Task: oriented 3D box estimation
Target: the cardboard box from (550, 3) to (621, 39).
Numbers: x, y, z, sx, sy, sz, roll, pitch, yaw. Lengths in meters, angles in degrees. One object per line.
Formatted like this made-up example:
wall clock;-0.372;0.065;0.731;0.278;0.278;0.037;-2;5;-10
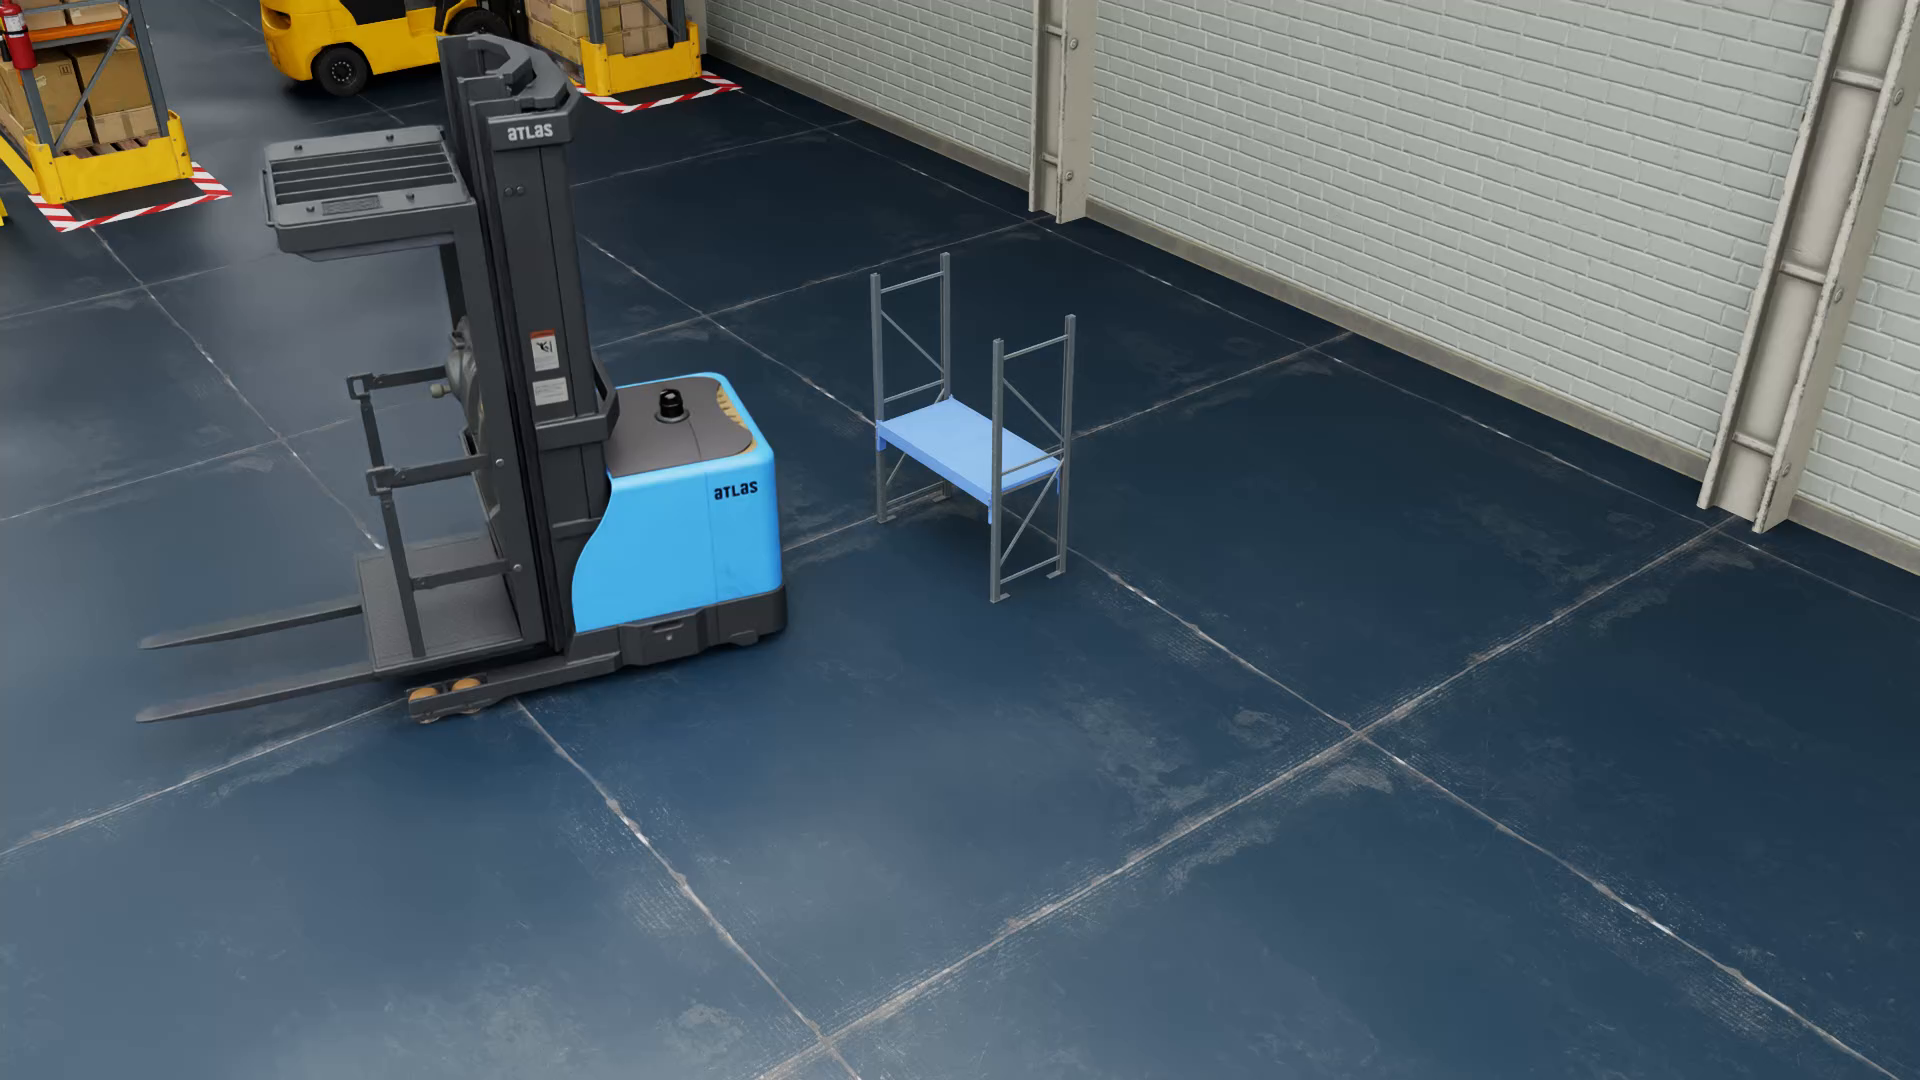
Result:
cardboard box;-3.710;-5.184;16.488;0.500;0.250;0.500;-23;38;-32

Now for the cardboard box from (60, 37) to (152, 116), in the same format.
cardboard box;-7.374;-4.017;14.371;0.500;0.500;0.500;-24;39;-33

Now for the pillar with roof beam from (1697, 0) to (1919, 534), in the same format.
pillar with roof beam;1.079;-2.596;4.901;9.100;9.000;0.400;-22;38;-31

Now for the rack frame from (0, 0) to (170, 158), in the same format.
rack frame;-7.083;-4.252;13.253;1.000;3.000;0.127;-22;38;-31

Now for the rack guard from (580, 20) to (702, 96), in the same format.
rack guard;-3.150;-4.788;16.485;1.175;0.500;0.348;-22;38;-31

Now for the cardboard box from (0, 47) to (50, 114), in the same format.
cardboard box;-8.103;-4.047;14.420;0.500;0.500;0.500;-21;37;-30

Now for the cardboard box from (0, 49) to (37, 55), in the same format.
cardboard box;-8.058;-4.237;14.112;0.380;0.149;0.250;-21;38;-30

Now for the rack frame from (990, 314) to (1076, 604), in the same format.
rack frame;0.364;-0.390;8.456;0.500;1.500;0.032;-22;38;-31

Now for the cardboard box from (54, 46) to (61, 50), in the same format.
cardboard box;-7.698;-4.233;14.720;0.500;0.500;0.500;-24;39;-33

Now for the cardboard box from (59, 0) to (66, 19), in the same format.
cardboard box;-7.294;-4.455;13.817;0.380;0.149;0.250;-22;38;-31

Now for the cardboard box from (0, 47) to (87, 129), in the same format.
cardboard box;-7.780;-3.831;14.072;0.500;0.500;0.500;-22;38;-31

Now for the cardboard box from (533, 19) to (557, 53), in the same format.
cardboard box;-3.999;-5.174;16.946;0.500;0.250;0.500;-22;38;-31

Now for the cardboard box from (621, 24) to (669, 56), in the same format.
cardboard box;-3.311;-5.138;16.888;0.500;0.250;0.500;-22;38;-31

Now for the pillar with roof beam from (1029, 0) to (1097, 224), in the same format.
pillar with roof beam;-2.601;-5.097;8.927;9.100;9.000;0.400;-22;38;-31

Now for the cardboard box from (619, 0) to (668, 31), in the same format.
cardboard box;-3.289;-5.346;16.748;0.500;0.250;0.500;-21;38;-31

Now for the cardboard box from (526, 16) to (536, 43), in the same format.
cardboard box;-4.299;-5.385;17.286;0.500;0.250;0.500;-22;38;-31

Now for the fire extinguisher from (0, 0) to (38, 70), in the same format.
fire extinguisher;-7.377;-4.023;12.957;0.296;0.674;0.183;-22;38;-31

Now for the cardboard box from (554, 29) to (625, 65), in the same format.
cardboard box;-3.702;-4.964;16.607;0.500;0.250;0.500;-22;38;-31

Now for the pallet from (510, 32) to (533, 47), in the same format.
pallet;-4.410;-5.488;17.887;1.003;0.211;1.213;-22;38;-31

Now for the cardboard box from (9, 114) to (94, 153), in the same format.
cardboard box;-7.806;-3.522;14.286;0.500;0.250;0.500;-22;38;-32

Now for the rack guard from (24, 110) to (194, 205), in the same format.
rack guard;-7.130;-3.222;13.964;1.175;0.500;0.348;-22;38;-31

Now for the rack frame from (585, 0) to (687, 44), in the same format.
rack frame;-3.164;-5.860;15.842;1.000;3.000;0.127;-22;38;-31

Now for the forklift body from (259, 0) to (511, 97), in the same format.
forklift body;-5.768;-5.699;16.388;2.313;2.155;1.214;-22;38;-31

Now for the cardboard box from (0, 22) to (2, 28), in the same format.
cardboard box;-7.724;-4.302;13.571;0.380;0.149;0.250;-23;38;-32

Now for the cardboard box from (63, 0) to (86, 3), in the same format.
cardboard box;-7.154;-4.708;13.611;0.500;0.500;0.500;-23;39;-32

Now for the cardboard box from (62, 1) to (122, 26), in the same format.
cardboard box;-7.128;-4.354;13.656;0.380;0.149;0.250;-22;38;-31

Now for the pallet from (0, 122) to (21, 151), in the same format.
pallet;-8.344;-3.957;15.422;1.003;0.211;1.213;-22;38;-31

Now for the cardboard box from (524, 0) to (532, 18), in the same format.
cardboard box;-4.342;-5.605;17.166;0.500;0.250;0.500;-23;39;-32

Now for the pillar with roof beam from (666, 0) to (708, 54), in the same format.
pillar with roof beam;-6.280;-7.597;12.953;9.100;9.000;0.400;-22;38;-31

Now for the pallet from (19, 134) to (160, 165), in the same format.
pallet;-7.600;-3.449;14.604;1.003;0.211;1.213;-22;38;-31

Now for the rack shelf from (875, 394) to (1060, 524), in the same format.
rack shelf;0.052;-0.449;8.892;0.538;0.185;1.000;-22;38;-31

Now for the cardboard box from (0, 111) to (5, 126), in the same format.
cardboard box;-8.428;-3.947;14.970;0.500;0.250;0.500;-24;39;-33

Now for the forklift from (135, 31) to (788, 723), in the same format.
forklift;-2.444;-0.697;7.594;3.031;2.935;1.130;-12;34;-19

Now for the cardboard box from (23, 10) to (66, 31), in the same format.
cardboard box;-7.481;-4.232;13.459;0.380;0.149;0.250;-21;37;-30

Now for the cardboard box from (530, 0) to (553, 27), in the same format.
cardboard box;-4.009;-5.397;16.830;0.500;0.250;0.500;-23;38;-32

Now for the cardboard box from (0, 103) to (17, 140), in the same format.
cardboard box;-8.103;-3.731;14.622;0.500;0.250;0.500;-22;38;-31

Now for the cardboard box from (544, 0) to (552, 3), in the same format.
cardboard box;-4.011;-5.597;16.679;0.500;0.250;0.500;-22;38;-31

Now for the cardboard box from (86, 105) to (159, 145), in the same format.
cardboard box;-7.359;-3.688;14.553;0.500;0.250;0.500;-23;38;-32

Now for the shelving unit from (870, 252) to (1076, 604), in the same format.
shelving unit;0.052;-0.602;8.797;0.538;1.500;1.048;-22;38;-31

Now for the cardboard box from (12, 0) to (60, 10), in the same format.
cardboard box;-7.633;-4.558;13.369;0.500;0.500;0.500;-23;39;-32

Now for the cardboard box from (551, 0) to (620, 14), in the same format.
cardboard box;-3.693;-5.386;16.339;0.500;0.250;0.500;-21;37;-30

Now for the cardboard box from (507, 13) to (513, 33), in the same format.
cardboard box;-4.635;-5.595;17.623;0.500;0.250;0.500;-21;38;-30

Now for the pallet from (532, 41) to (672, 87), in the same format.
pallet;-3.666;-4.980;17.069;1.003;0.211;1.213;-22;38;-31

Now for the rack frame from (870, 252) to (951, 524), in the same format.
rack frame;-0.259;-0.813;9.138;0.500;1.500;0.032;-22;38;-31

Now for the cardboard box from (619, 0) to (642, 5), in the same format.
cardboard box;-3.310;-5.556;16.614;0.500;0.250;0.500;-23;39;-32

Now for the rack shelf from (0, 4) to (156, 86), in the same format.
rack shelf;-8.309;-4.780;14.785;1.077;0.370;4.000;-22;38;-31

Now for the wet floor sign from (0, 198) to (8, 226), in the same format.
wet floor sign;-7.812;-2.827;13.190;0.267;0.644;0.232;-10;33;-15
